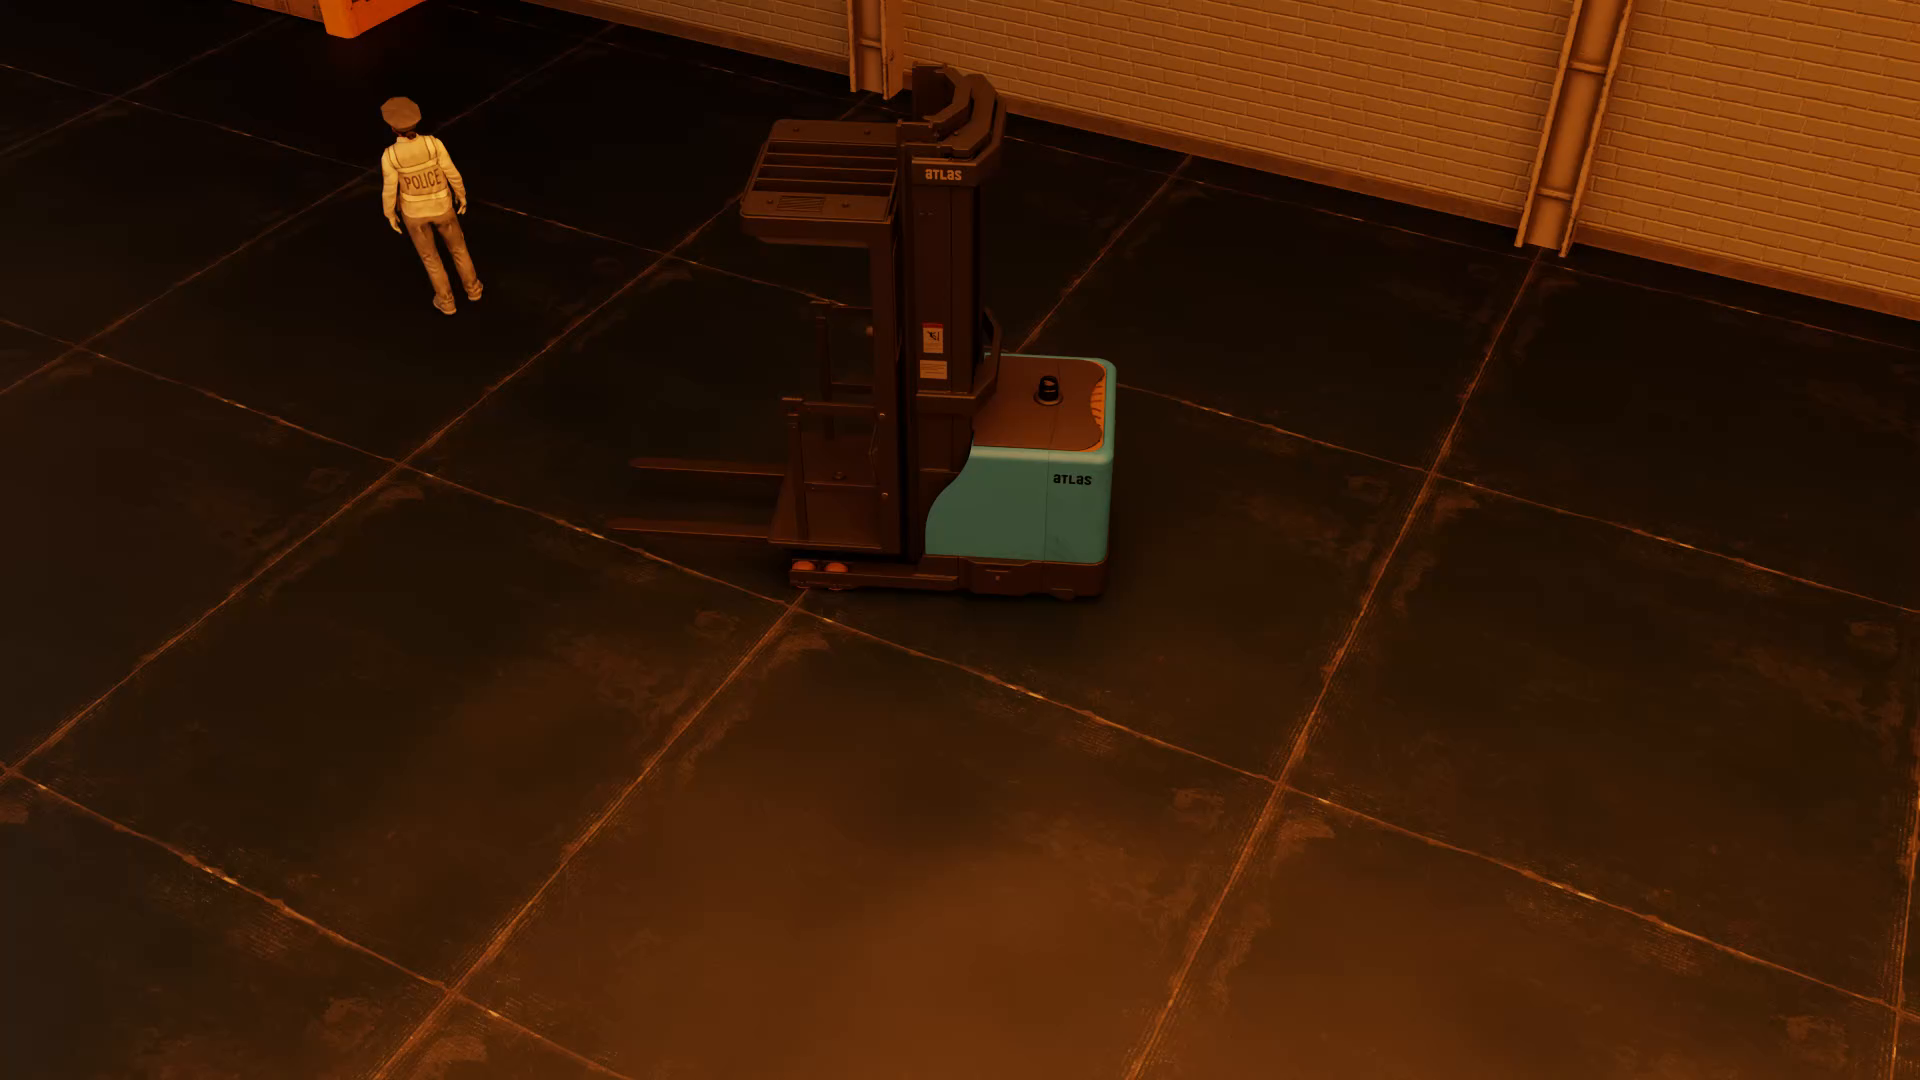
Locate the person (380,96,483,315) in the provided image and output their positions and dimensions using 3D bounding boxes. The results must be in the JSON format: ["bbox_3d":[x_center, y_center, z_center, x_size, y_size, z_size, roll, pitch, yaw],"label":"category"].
[{"bbox_3d":[-3.775,-2.368,11.746,0.587,1.694,0.530,-17,43,-19],"label":"person"}]

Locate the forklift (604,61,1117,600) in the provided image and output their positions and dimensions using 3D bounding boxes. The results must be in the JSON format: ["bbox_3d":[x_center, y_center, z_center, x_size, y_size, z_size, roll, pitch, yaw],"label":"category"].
[{"bbox_3d":[-0.606,-1.157,9.360,3.031,2.935,1.130,3,40,4],"label":"forklift"}]
